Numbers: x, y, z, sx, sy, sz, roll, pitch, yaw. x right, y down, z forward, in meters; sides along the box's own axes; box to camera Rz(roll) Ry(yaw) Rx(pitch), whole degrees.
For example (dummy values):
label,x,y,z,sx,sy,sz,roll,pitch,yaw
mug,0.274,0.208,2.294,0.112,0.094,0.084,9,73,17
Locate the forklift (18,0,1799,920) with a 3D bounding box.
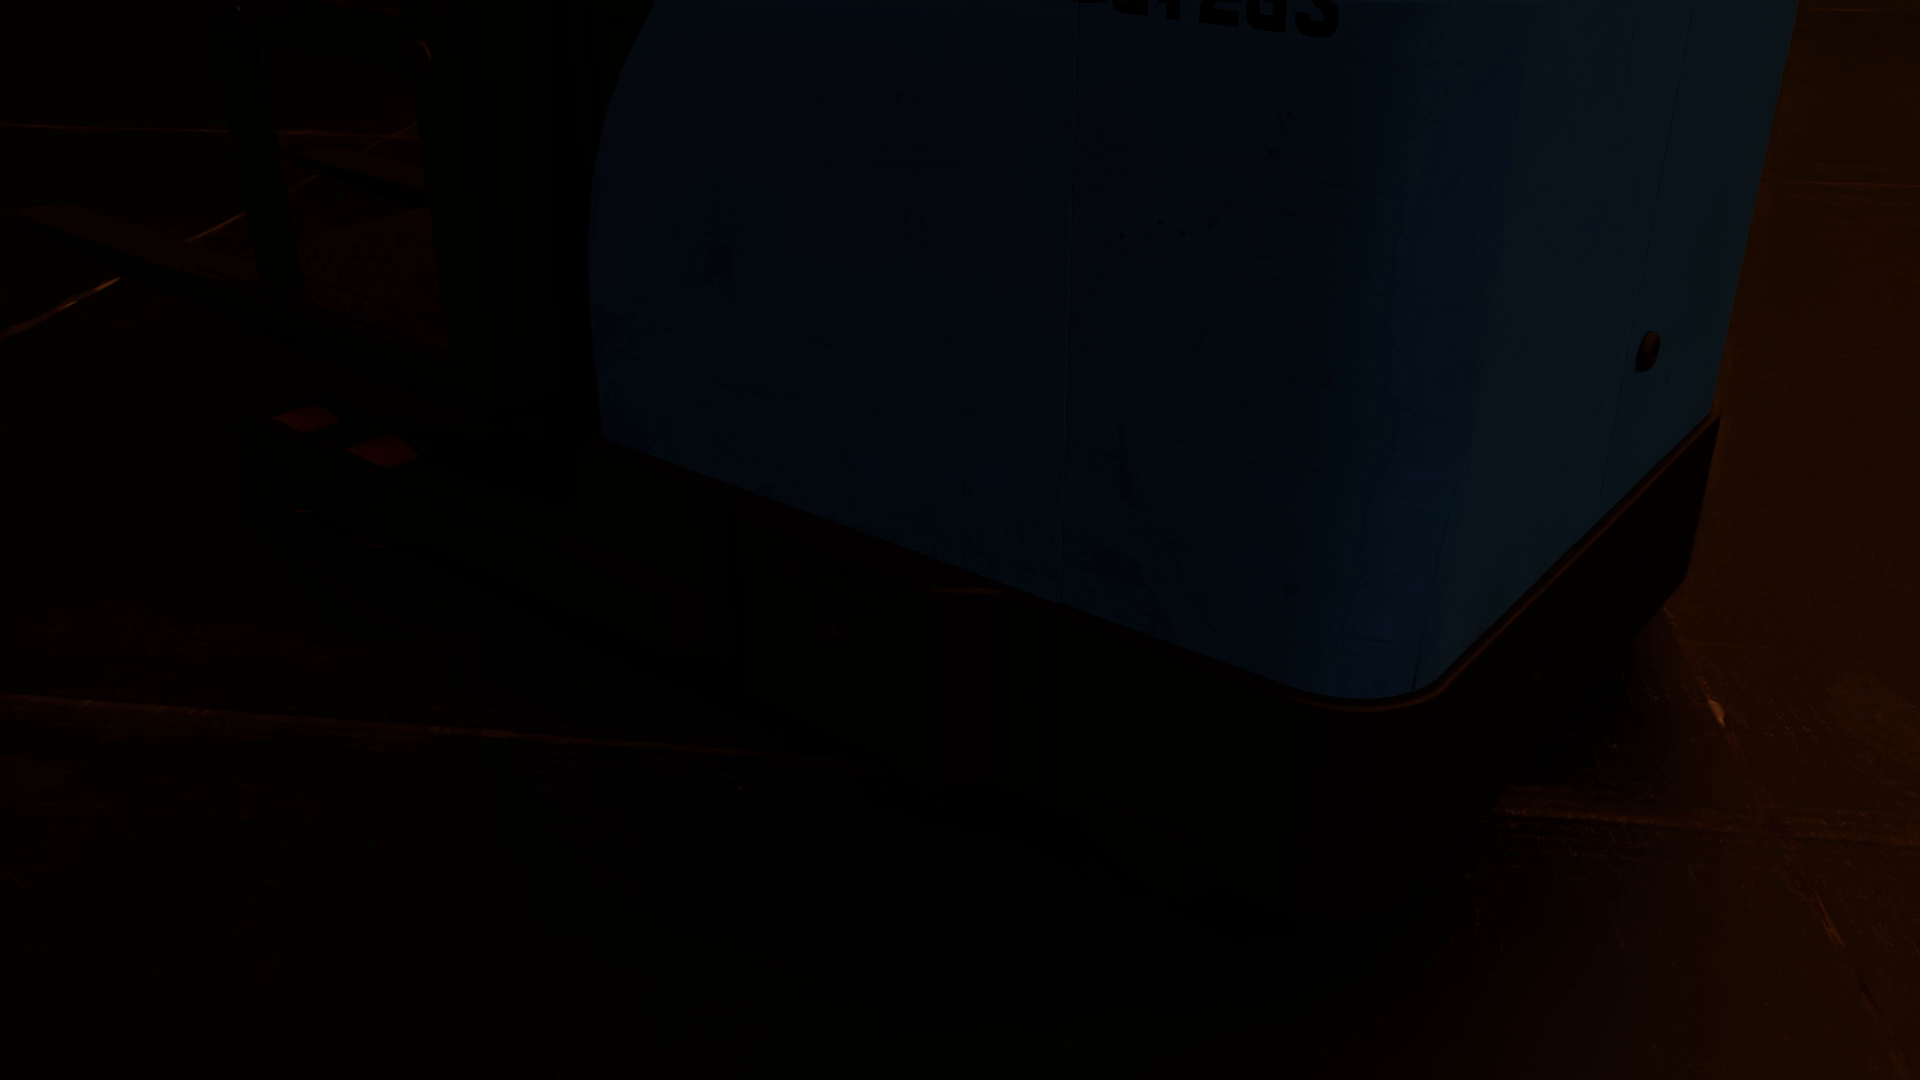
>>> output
label,x,y,z,sx,sy,sz,roll,pitch,yaw
forklift,-0.481,-1.463,2.149,3.031,2.935,1.130,19,32,34
